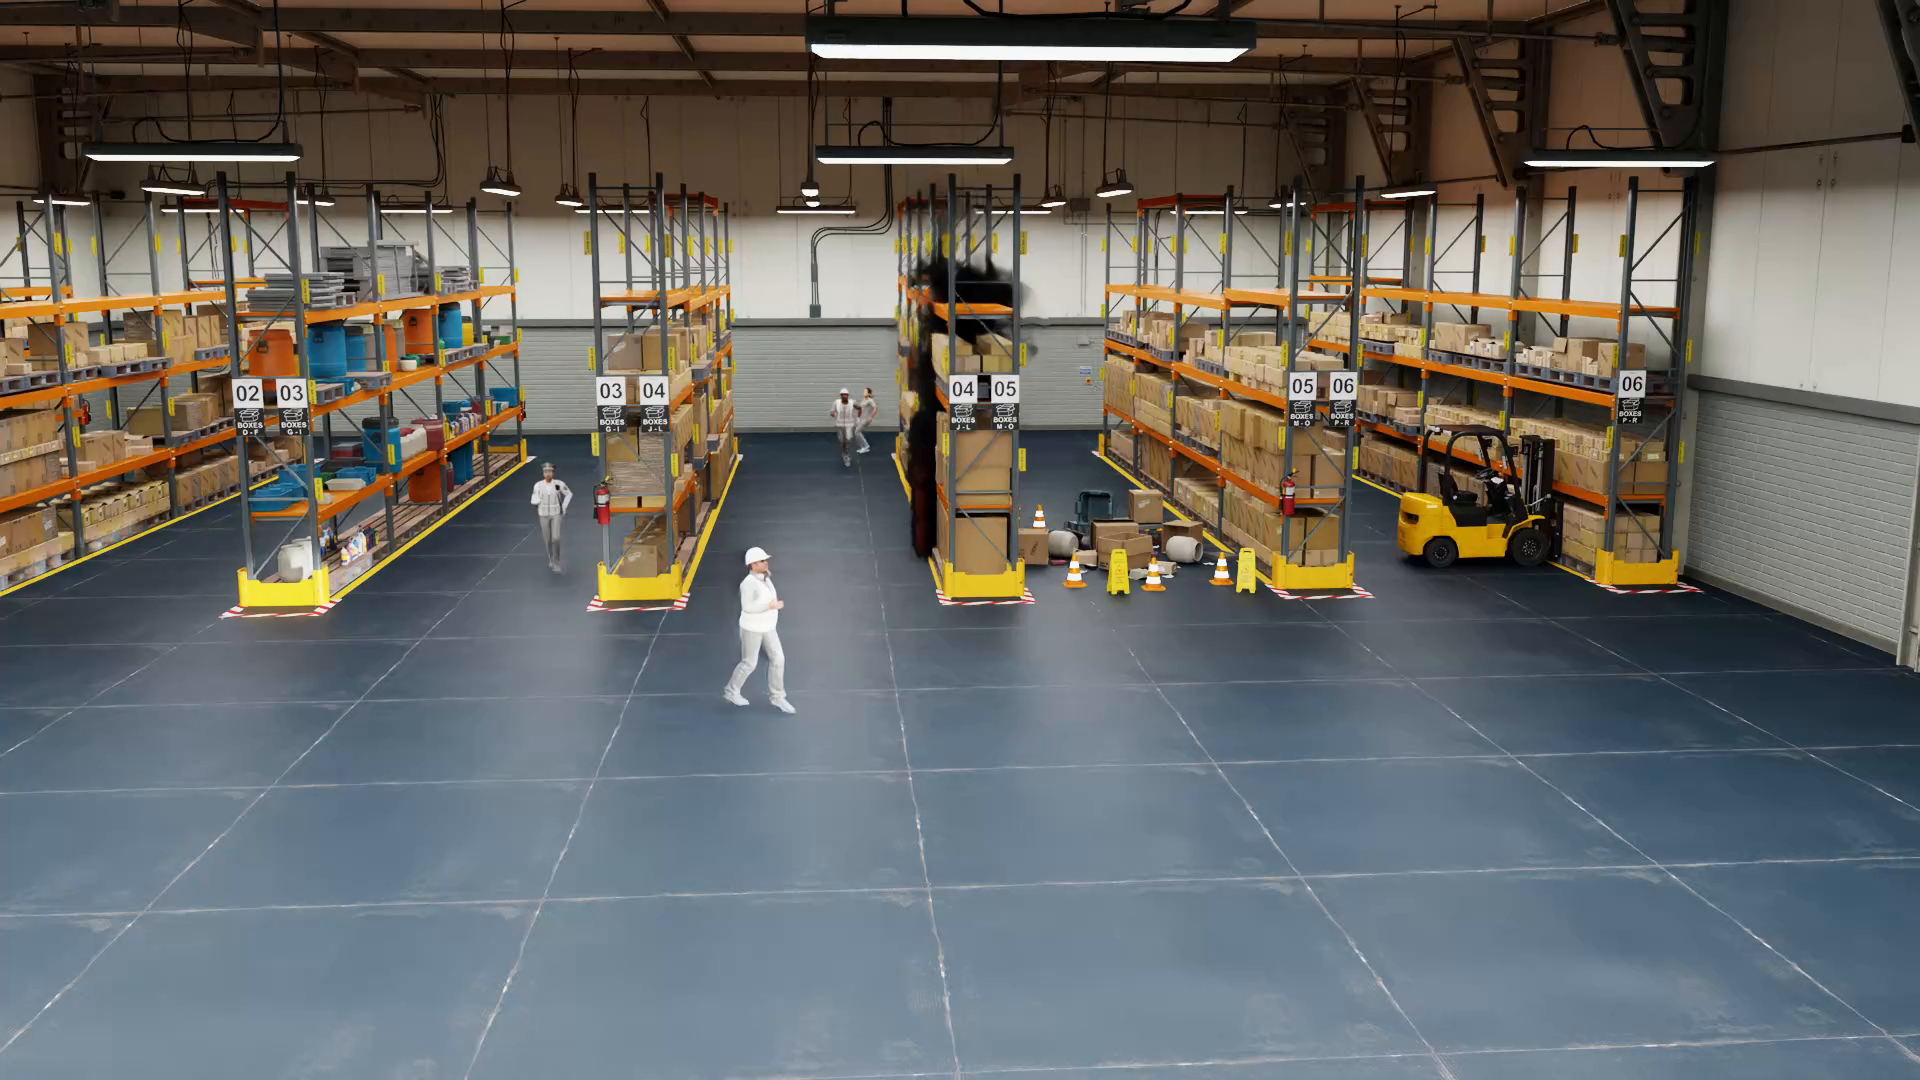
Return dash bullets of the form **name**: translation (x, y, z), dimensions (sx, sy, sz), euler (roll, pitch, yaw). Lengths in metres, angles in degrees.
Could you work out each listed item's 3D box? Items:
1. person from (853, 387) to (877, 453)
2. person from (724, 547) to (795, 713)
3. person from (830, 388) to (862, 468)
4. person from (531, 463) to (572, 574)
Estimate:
- **person**: translation (-2.358, -2.924, 40.649), dimensions (0.539, 1.625, 0.583), euler (-3, 11, -18)
- **person**: translation (-2.182, 0.973, 18.000), dimensions (0.801, 1.806, 0.654), euler (4, 11, 23)
- **person**: translation (-2.645, -2.600, 38.388), dimensions (0.698, 1.818, 0.861), euler (1, 10, 5)
- **person**: translation (-6.338, -0.342, 25.791), dimensions (0.592, 1.734, 0.684), euler (-1, 10, -4)
